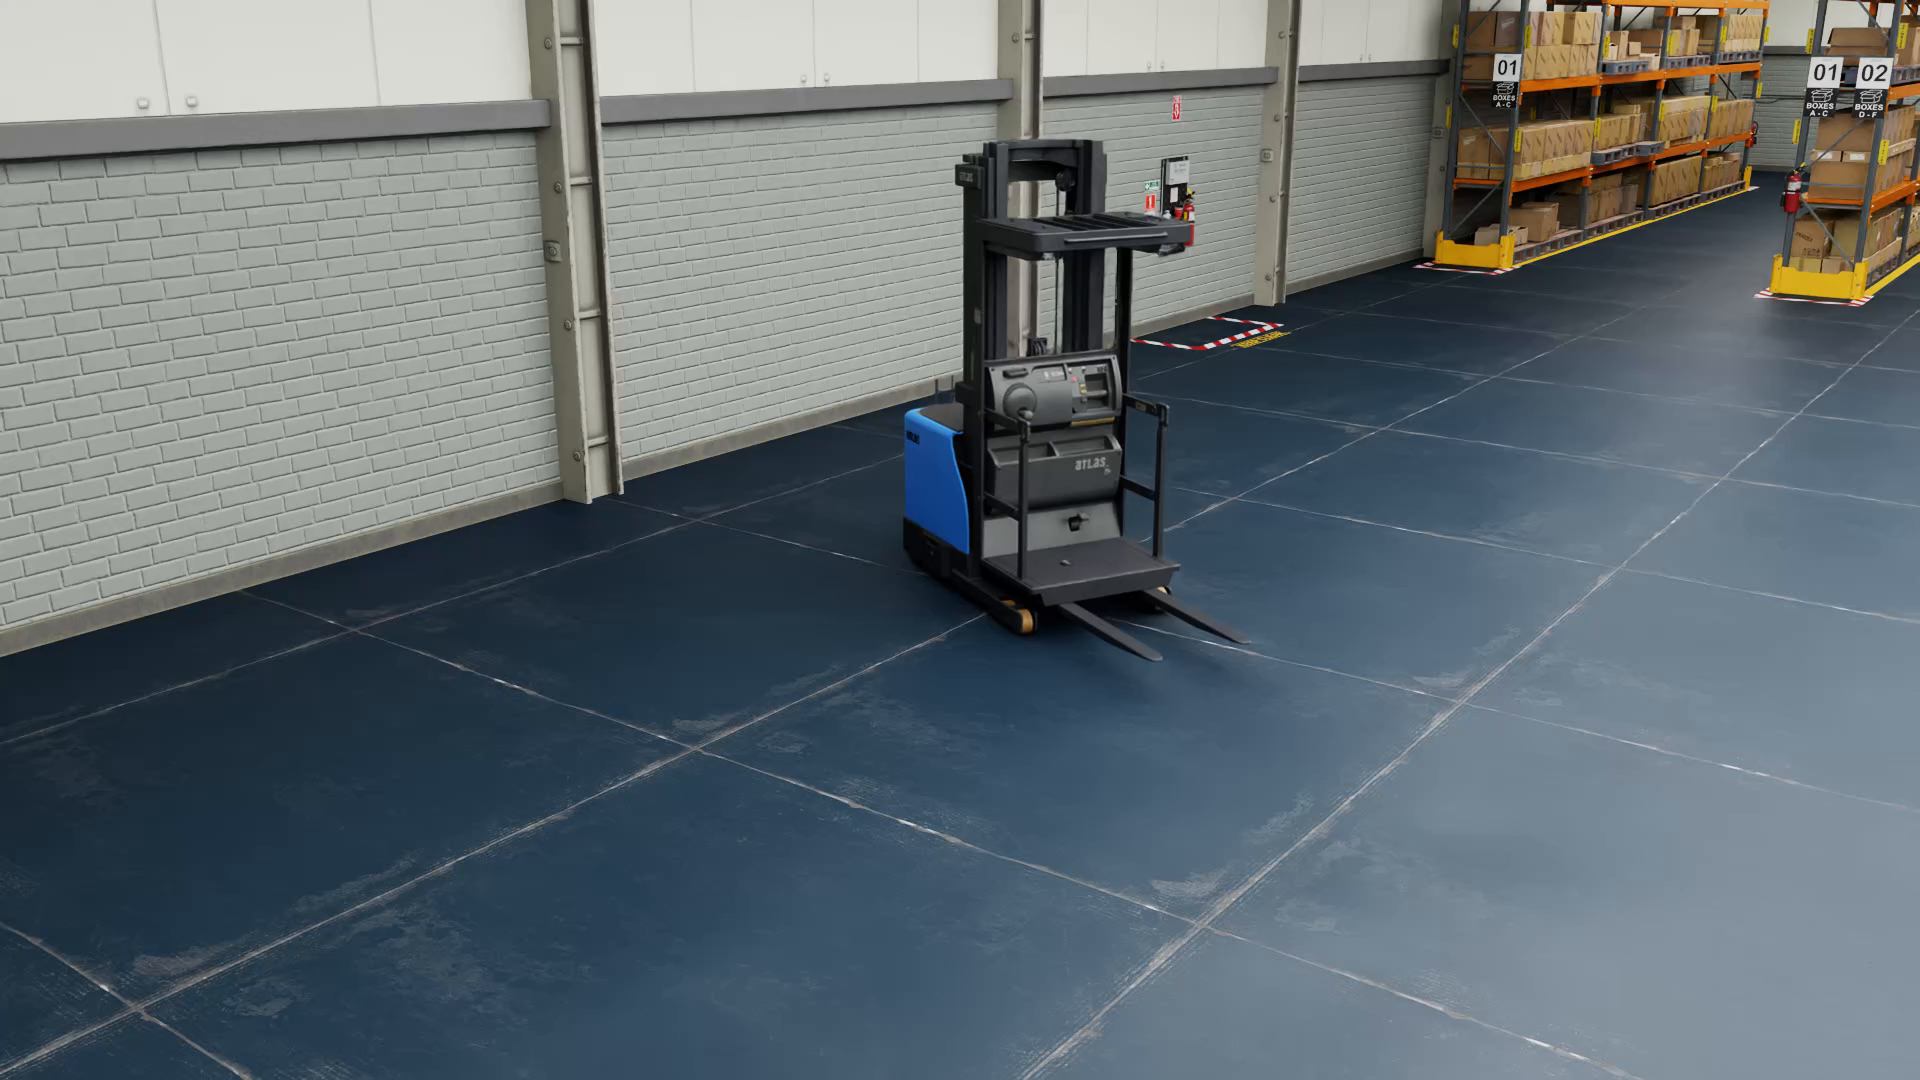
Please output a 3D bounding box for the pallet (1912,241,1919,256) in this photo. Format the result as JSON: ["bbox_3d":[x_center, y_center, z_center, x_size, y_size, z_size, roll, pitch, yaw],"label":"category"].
[{"bbox_3d":[15.544,-4.979,27.922,1.003,0.211,1.213,12,21,35],"label":"pallet"}]

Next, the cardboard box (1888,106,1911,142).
[{"bbox_3d":[13.850,-6.277,25.042,0.700,0.500,0.500,12,21,35],"label":"cardboard box"}]

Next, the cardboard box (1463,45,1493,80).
[{"bbox_3d":[8.091,-7.393,25.731,0.500,0.500,0.500,14,22,39],"label":"cardboard box"}]

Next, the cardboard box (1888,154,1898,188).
[{"bbox_3d":[13.539,-5.532,24.832,0.700,0.500,0.500,13,21,35],"label":"cardboard box"}]

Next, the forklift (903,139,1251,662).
[{"bbox_3d":[0.707,-0.956,10.379,1.130,2.935,3.031,-8,19,-25],"label":"forklift"}]

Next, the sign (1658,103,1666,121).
[{"bbox_3d":[13.254,-8.086,31.404,0.100,0.325,0.005,12,21,35],"label":"sign"}]

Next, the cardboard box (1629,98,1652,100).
[{"bbox_3d":[13.494,-8.620,32.975,0.500,0.250,0.500,12,21,33],"label":"cardboard box"}]

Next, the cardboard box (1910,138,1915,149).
[{"bbox_3d":[14.420,-6.092,25.540,0.380,0.149,0.250,12,21,35],"label":"cardboard box"}]

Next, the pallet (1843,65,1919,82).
[{"bbox_3d":[13.195,-6.730,23.949,1.003,0.211,1.213,12,21,35],"label":"pallet"}]

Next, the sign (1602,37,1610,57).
[{"bbox_3d":[10.870,-8.297,27.973,0.100,0.325,0.005,12,21,35],"label":"sign"}]

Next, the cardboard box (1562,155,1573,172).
[{"bbox_3d":[9.800,-6.243,27.509,0.500,0.250,0.500,12,21,34],"label":"cardboard box"}]

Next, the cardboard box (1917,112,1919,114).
[{"bbox_3d":[18.715,-7.917,31.804,0.700,0.500,0.500,5,18,16],"label":"cardboard box"}]

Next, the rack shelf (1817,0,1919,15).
[{"bbox_3d":[13.218,-7.691,23.724,1.077,0.370,4.000,12,21,35],"label":"rack shelf"}]

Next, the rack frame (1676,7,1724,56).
[{"bbox_3d":[15.196,-11.482,34.044,1.000,3.000,0.127,12,21,35],"label":"rack frame"}]

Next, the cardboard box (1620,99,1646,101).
[{"bbox_3d":[13.186,-8.498,32.583,0.500,0.250,0.500,12,21,33],"label":"cardboard box"}]

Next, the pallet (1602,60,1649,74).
[{"bbox_3d":[11.498,-8.430,29.591,1.213,0.211,1.003,12,21,35],"label":"pallet"}]

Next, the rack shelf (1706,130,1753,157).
[{"bbox_3d":[16.388,-8.750,36.574,1.077,0.370,4.000,12,21,35],"label":"rack shelf"}]

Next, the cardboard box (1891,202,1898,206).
[{"bbox_3d":[15.633,-5.624,28.280,0.500,0.311,0.500,12,21,33],"label":"cardboard box"}]

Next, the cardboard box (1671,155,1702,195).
[{"bbox_3d":[14.913,-7.613,34.617,0.750,0.750,0.750,13,21,35],"label":"cardboard box"}]

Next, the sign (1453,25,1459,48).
[{"bbox_3d":[7.612,-7.717,25.485,0.100,0.325,0.005,12,21,35],"label":"sign"}]

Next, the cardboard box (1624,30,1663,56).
[{"bbox_3d":[13.050,-9.478,31.738,0.700,0.500,0.500,11,20,30],"label":"cardboard box"}]

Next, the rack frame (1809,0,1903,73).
[{"bbox_3d":[12.026,-7.749,22.024,1.000,3.000,0.127,12,21,35],"label":"rack frame"}]

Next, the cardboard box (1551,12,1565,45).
[{"bbox_3d":[9.106,-8.009,26.031,0.500,0.500,0.500,13,22,36],"label":"cardboard box"}]

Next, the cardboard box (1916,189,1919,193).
[{"bbox_3d":[17.192,-6.442,30.140,0.500,0.250,0.500,13,22,37],"label":"cardboard box"}]

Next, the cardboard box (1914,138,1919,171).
[{"bbox_3d":[15.806,-6.435,27.739,0.500,0.500,0.500,11,20,32],"label":"cardboard box"}]

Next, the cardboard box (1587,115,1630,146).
[{"bbox_3d":[11.816,-7.507,30.451,0.700,0.500,0.500,12,21,35],"label":"cardboard box"}]

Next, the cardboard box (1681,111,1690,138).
[{"bbox_3d":[14.228,-8.300,33.211,0.500,0.500,0.500,13,22,36],"label":"cardboard box"}]

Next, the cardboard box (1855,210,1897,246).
[{"bbox_3d":[13.707,-4.697,24.973,0.500,0.500,0.500,12,21,35],"label":"cardboard box"}]

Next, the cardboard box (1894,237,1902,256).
[{"bbox_3d":[14.309,-4.575,25.847,0.500,0.250,0.500,12,21,35],"label":"cardboard box"}]

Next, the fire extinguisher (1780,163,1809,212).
[{"bbox_3d":[11.583,-4.901,23.099,0.296,0.674,0.183,12,21,35],"label":"fire extinguisher"}]

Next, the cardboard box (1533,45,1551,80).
[{"bbox_3d":[8.795,-7.405,25.773,0.500,0.500,0.500,14,22,38],"label":"cardboard box"}]

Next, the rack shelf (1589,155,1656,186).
[{"bbox_3d":[11.621,-6.844,30.438,1.077,0.370,4.000,12,21,35],"label":"rack shelf"}]

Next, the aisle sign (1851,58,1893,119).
[{"bbox_3d":[12.233,-6.056,22.304,0.394,0.787,0.004,12,21,35],"label":"aisle sign"}]

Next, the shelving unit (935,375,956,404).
[{"bbox_3d":[-0.024,-0.580,12.090,0.258,1.200,0.189,13,21,36],"label":"shelving unit"}]

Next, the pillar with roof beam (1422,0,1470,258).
[{"bbox_3d":[11.226,-8.182,23.419,9.100,9.000,0.400,12,21,35],"label":"pillar with roof beam"}]

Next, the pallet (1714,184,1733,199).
[{"bbox_3d":[16.438,-7.744,36.825,1.003,0.211,1.213,12,21,35],"label":"pallet"}]

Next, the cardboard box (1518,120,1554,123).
[{"bbox_3d":[9.670,-6.810,28.069,0.500,0.500,0.500,12,21,34],"label":"cardboard box"}]

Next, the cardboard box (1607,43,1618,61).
[{"bbox_3d":[11.186,-8.565,29.150,0.500,0.311,0.500,13,22,36],"label":"cardboard box"}]

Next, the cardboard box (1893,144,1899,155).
[{"bbox_3d":[13.506,-5.726,24.362,0.380,0.149,0.250,13,22,36],"label":"cardboard box"}]

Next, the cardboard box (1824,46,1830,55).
[{"bbox_3d":[12.501,-6.833,23.441,0.500,0.250,0.500,12,21,35],"label":"cardboard box"}]

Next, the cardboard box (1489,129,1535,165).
[{"bbox_3d":[8.572,-6.115,25.833,0.500,0.500,0.500,12,21,35],"label":"cardboard box"}]

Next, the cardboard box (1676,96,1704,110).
[{"bbox_3d":[14.811,-8.898,33.870,0.500,0.250,0.500,13,21,36],"label":"cardboard box"}]

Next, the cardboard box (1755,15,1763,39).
[{"bbox_3d":[17.362,-11.314,36.674,0.500,0.500,0.500,12,21,35],"label":"cardboard box"}]

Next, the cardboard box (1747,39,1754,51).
[{"bbox_3d":[17.047,-10.833,36.389,0.500,0.250,0.500,11,21,33],"label":"cardboard box"}]

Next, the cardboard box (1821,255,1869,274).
[{"bbox_3d":[12.525,-3.860,23.544,0.500,0.250,0.500,12,21,35],"label":"cardboard box"}]

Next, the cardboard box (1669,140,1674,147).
[{"bbox_3d":[13.939,-7.902,33.023,0.380,0.149,0.250,13,21,36],"label":"cardboard box"}]

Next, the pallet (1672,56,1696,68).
[{"bbox_3d":[13.818,-9.436,32.832,1.003,0.211,1.213,14,22,37],"label":"pallet"}]

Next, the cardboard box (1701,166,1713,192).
[{"bbox_3d":[15.724,-7.784,35.757,0.700,0.500,0.500,13,21,35],"label":"cardboard box"}]

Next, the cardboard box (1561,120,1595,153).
[{"bbox_3d":[10.396,-6.840,28.167,0.500,0.500,0.500,12,21,35],"label":"cardboard box"}]

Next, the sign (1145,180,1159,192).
[{"bbox_3d":[2.288,-4.223,19.832,0.001,0.109,0.331,12,21,35],"label":"sign"}]

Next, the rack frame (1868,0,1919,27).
[{"bbox_3d":[14.410,-8.702,25.092,1.000,3.000,0.127,12,21,35],"label":"rack frame"}]

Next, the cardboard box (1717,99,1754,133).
[{"bbox_3d":[17.283,-9.589,37.560,0.980,0.700,0.700,14,22,37],"label":"cardboard box"}]

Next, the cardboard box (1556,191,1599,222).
[{"bbox_3d":[11.122,-6.038,30.102,0.700,0.500,0.500,12,21,34],"label":"cardboard box"}]

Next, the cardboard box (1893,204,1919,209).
[{"bbox_3d":[15.771,-5.413,27.599,0.500,0.311,0.500,13,22,36],"label":"cardboard box"}]
